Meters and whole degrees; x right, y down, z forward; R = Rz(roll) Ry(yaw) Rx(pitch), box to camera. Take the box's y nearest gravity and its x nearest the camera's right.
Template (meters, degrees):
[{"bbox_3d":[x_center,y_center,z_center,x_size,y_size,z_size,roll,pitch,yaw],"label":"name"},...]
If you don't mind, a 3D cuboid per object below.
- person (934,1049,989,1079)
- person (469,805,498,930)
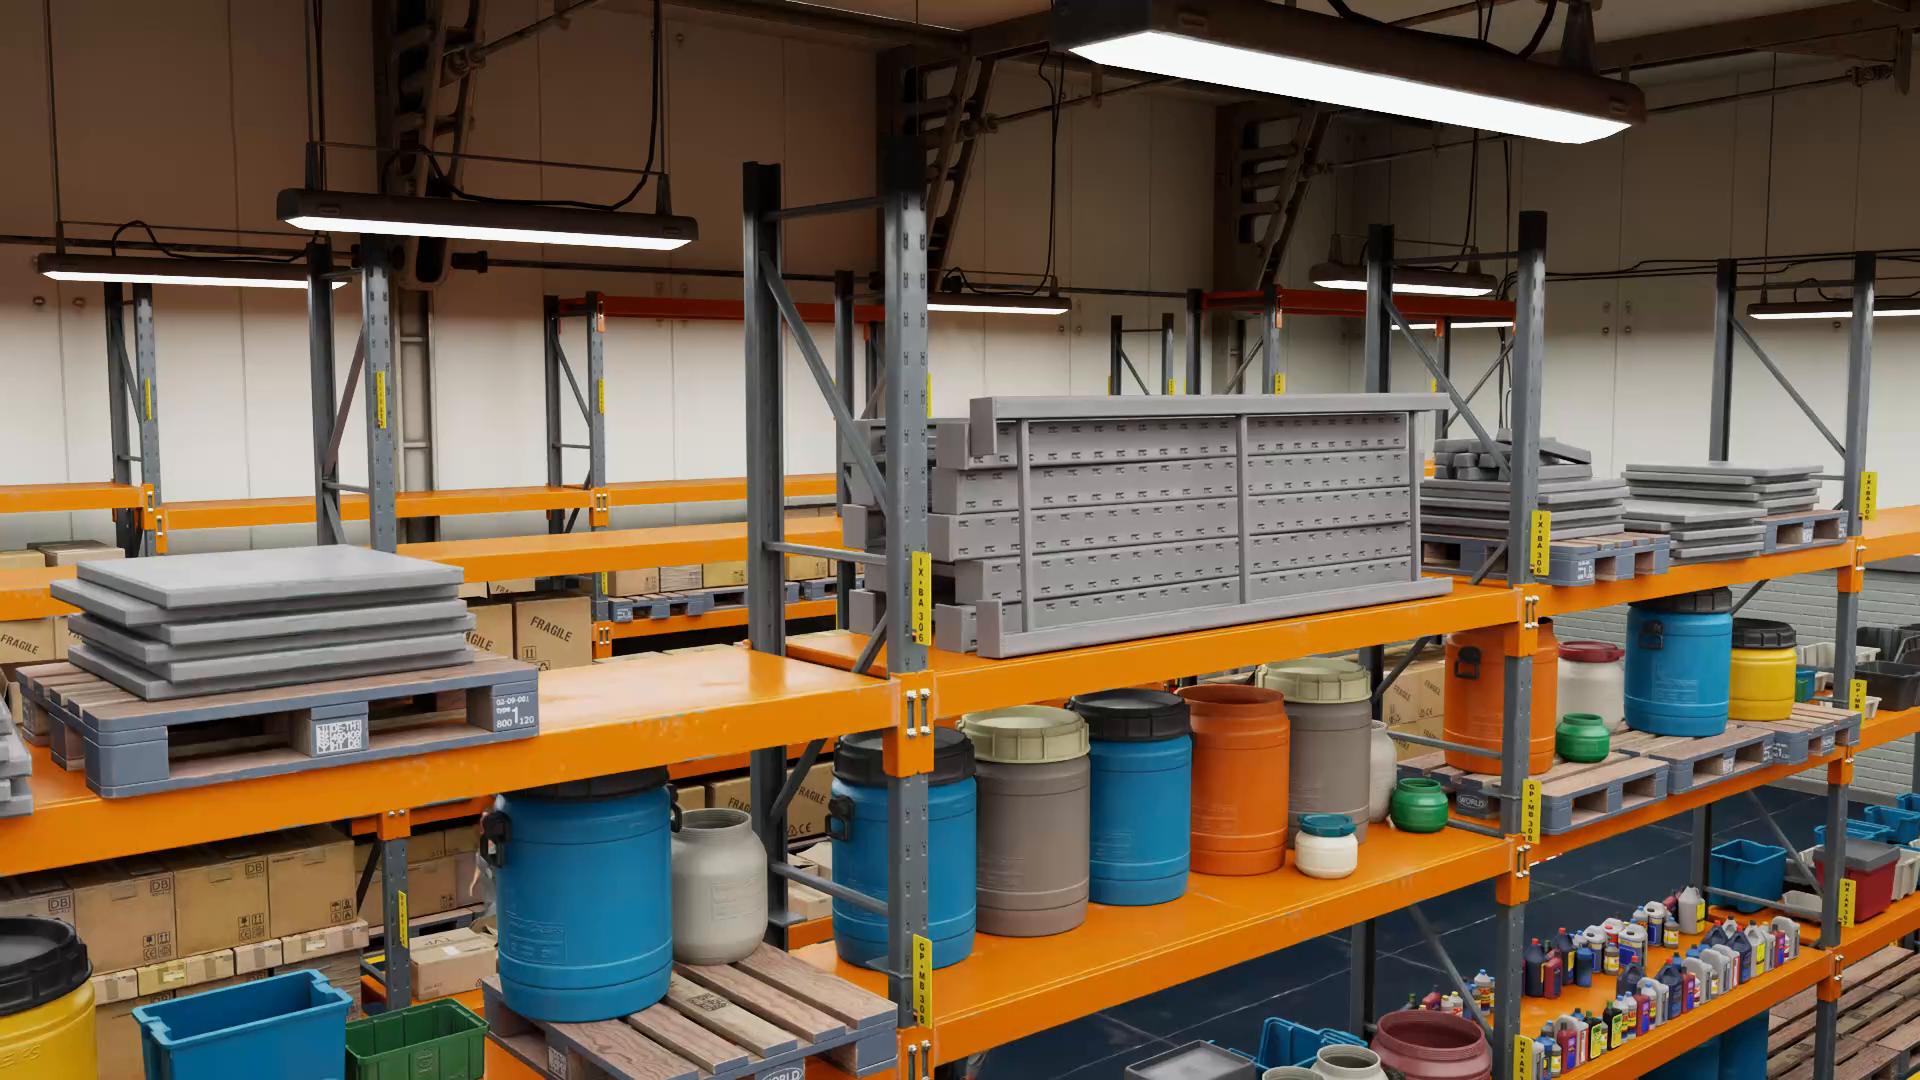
[{"bbox_3d":[-0.206,3.355,9.939,0.853,1.697,0.658,-4,7,-37],"label":"person"},{"bbox_3d":[-3.813,3.013,13.902,0.588,1.660,0.942,4,7,39],"label":"person"}]
